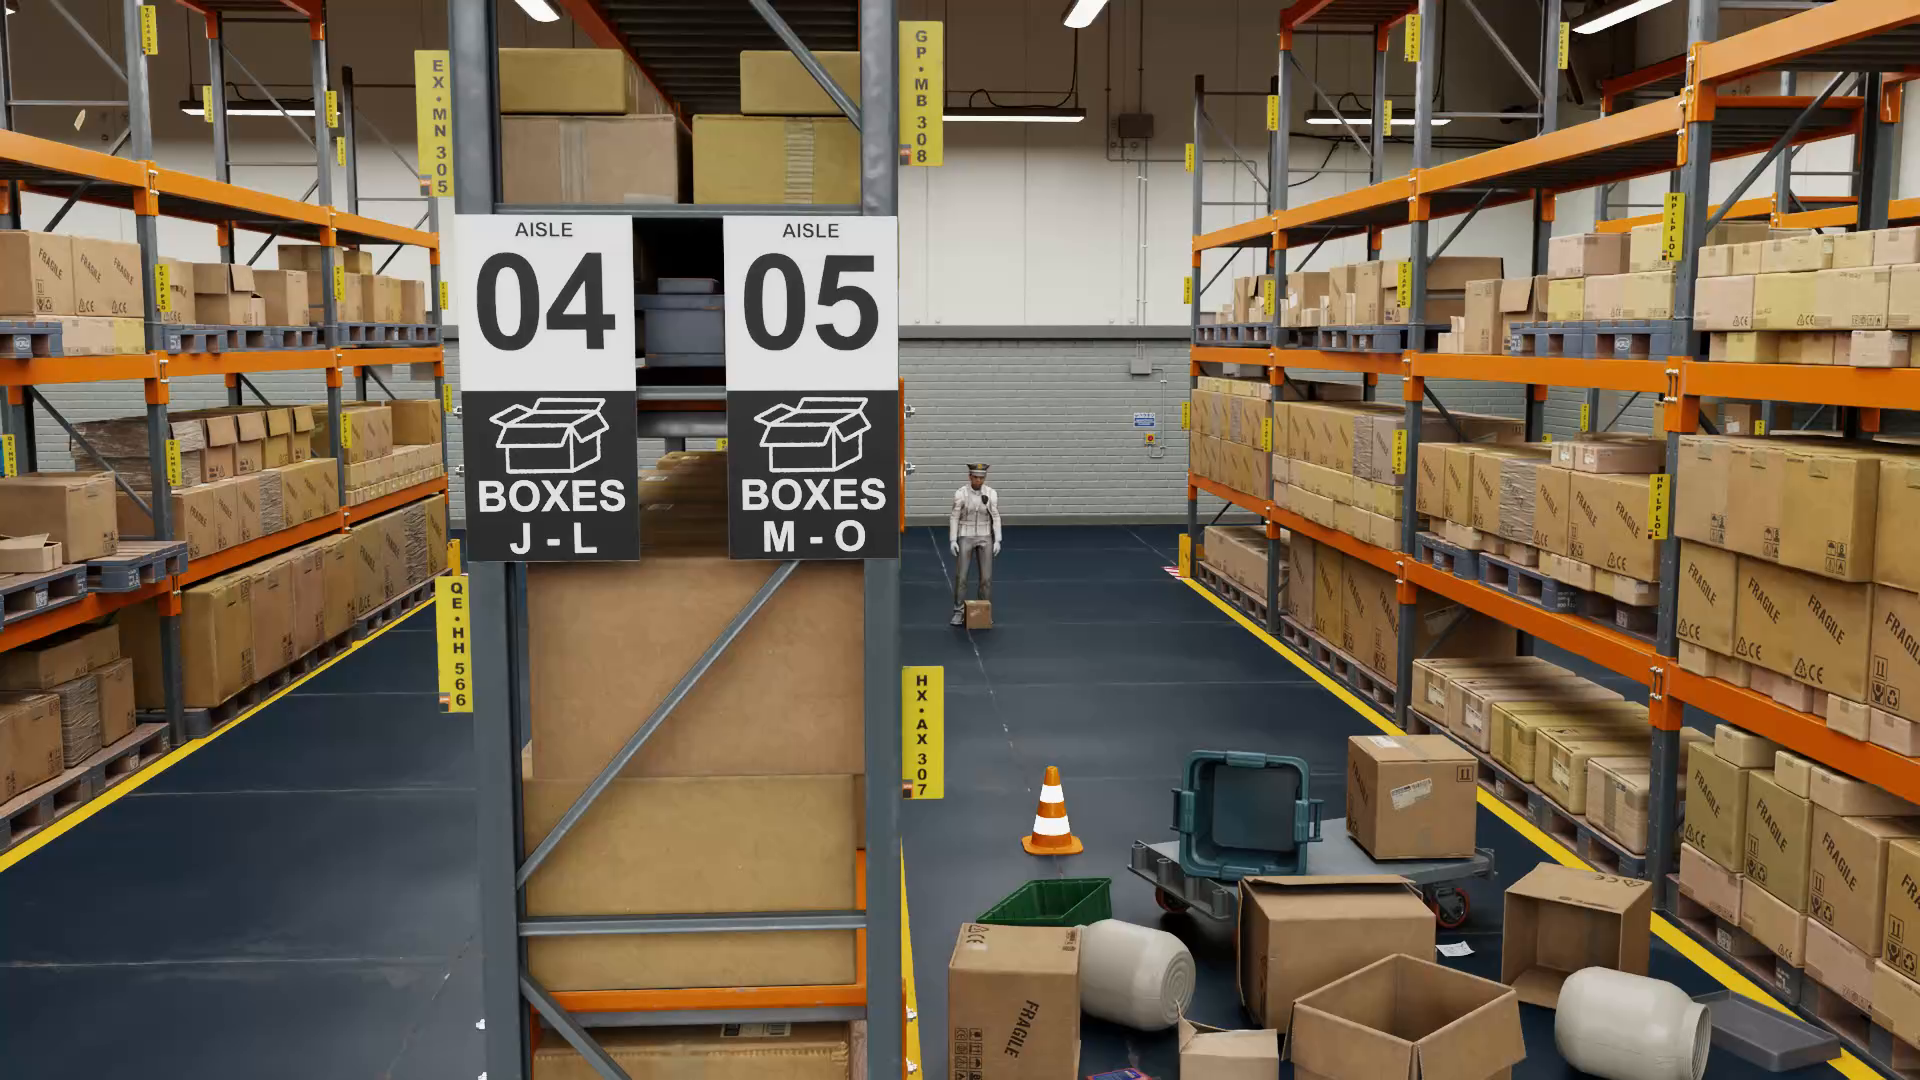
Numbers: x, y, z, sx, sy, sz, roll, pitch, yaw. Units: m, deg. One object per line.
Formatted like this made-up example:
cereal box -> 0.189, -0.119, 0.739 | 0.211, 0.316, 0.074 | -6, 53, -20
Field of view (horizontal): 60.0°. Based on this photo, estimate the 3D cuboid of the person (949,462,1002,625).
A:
person -> 0.159, 0.027, 17.015 | 0.537, 1.663, 0.378 | -1, 7, -5
